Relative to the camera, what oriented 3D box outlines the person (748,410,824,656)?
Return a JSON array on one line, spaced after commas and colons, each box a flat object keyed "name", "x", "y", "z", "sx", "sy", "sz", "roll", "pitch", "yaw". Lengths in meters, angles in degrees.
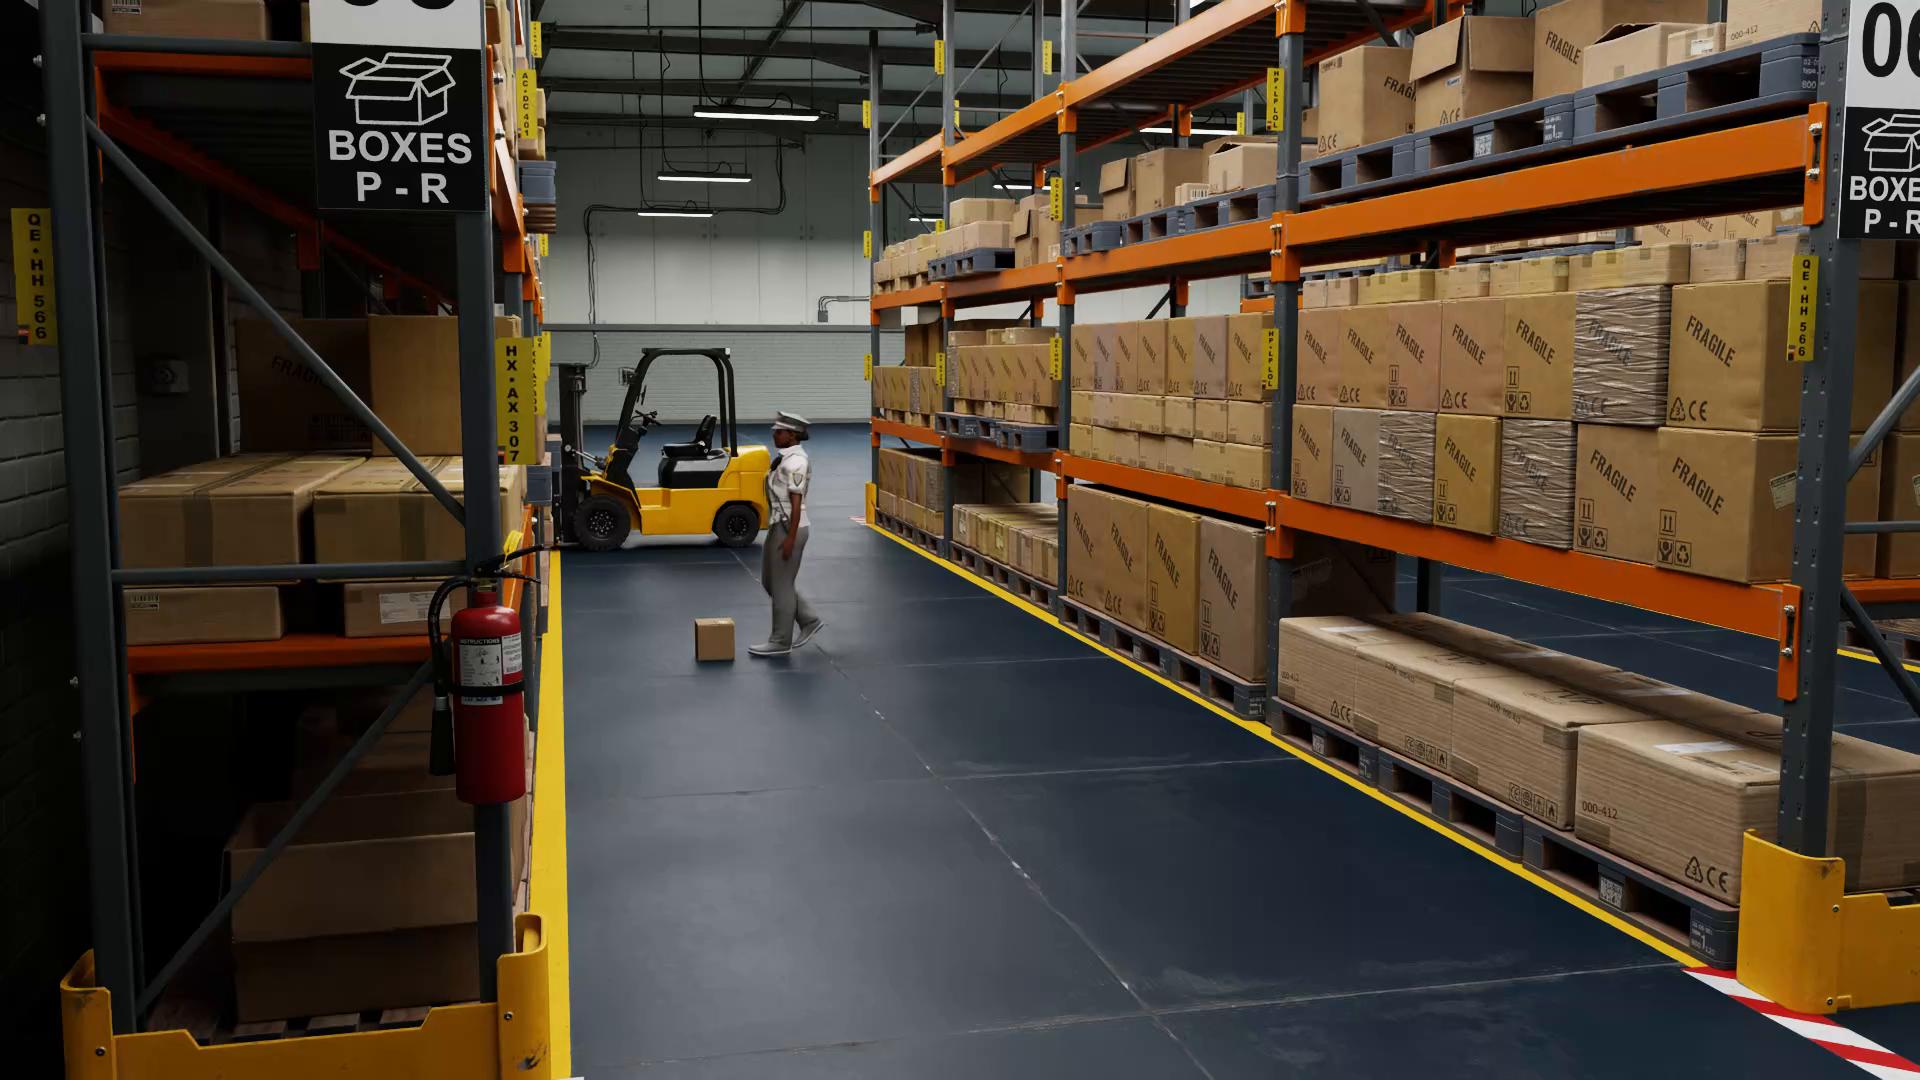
[{"name": "person", "x": -1.195, "y": -0.053, "z": 11.464, "sx": 0.562, "sy": 1.675, "sz": 0.465, "roll": -2, "pitch": 6, "yaw": -14}]
